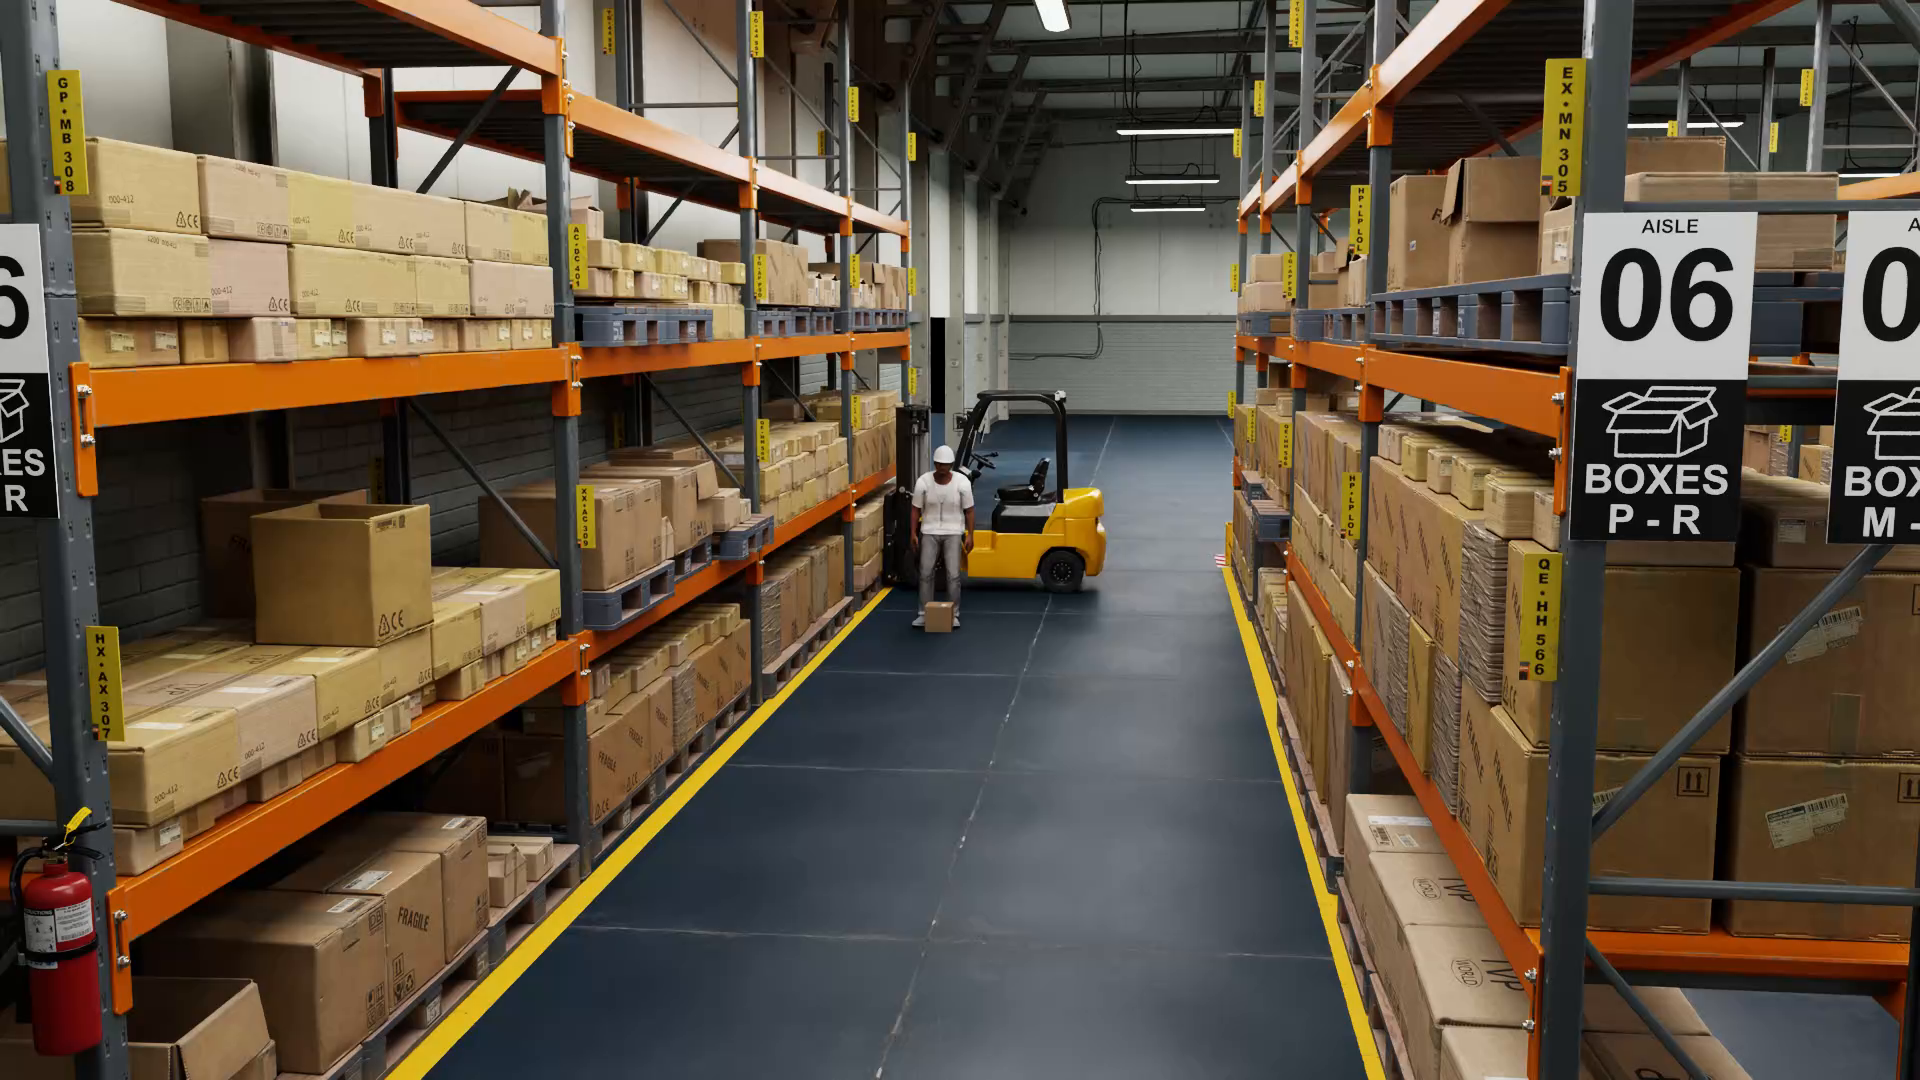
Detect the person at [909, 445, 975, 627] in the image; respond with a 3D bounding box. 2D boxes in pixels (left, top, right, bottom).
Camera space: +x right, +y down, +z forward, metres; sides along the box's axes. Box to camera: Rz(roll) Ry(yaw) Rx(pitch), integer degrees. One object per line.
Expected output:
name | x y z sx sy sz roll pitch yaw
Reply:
person | -0.175 -0.039 16.022 0.628 1.759 0.462 1 8 5
